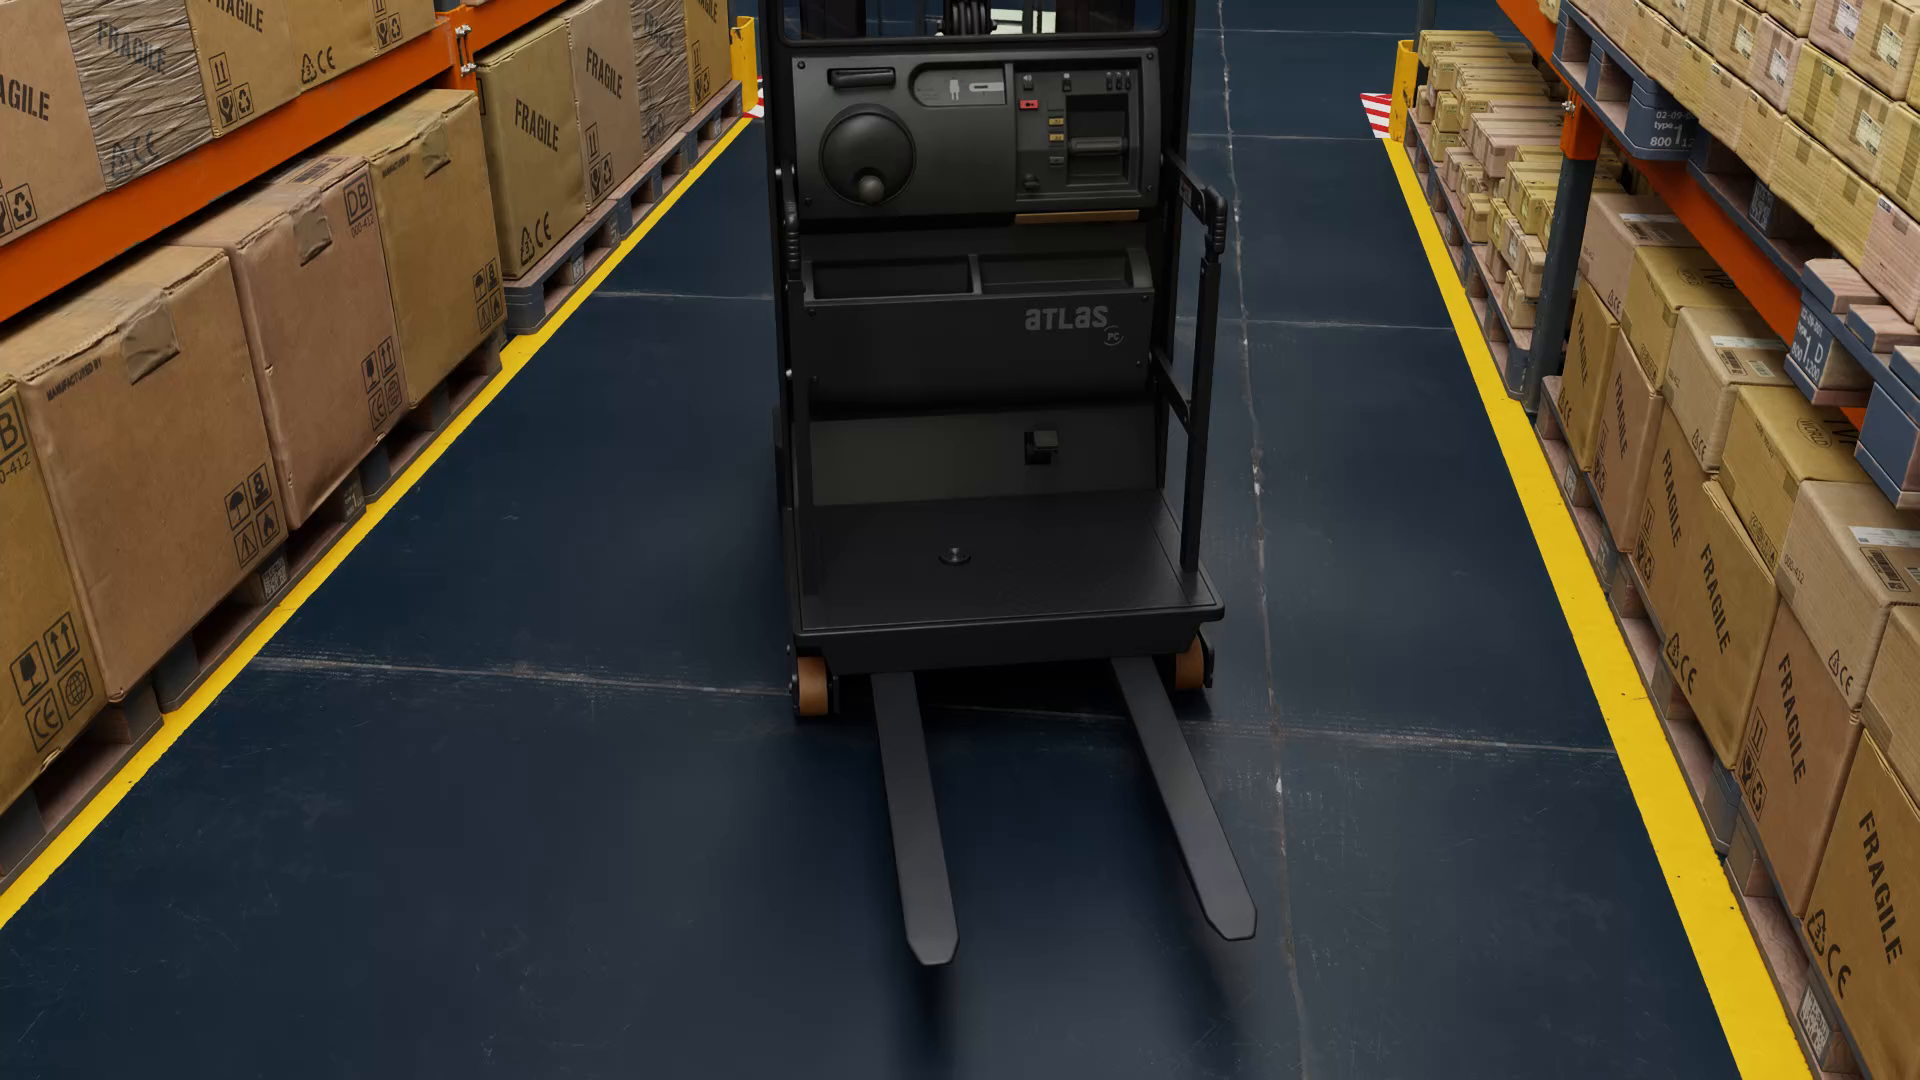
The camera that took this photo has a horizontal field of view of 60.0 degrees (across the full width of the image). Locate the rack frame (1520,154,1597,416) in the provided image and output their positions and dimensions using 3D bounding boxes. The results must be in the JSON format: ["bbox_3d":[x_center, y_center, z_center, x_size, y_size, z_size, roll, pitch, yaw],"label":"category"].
[{"bbox_3d":[2.579,-1.777,5.386,1.000,3.000,0.127,3,28,6],"label":"rack frame"}]

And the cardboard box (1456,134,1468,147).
[{"bbox_3d":[2.636,-1.877,8.134,0.380,0.149,0.250,3,29,6],"label":"cardboard box"}]

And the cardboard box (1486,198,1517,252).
[{"bbox_3d":[2.338,-1.260,6.675,0.380,0.149,0.250,2,28,4],"label":"cardboard box"}]

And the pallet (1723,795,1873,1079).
[{"bbox_3d":[2.186,0.966,3.235,1.003,0.211,1.213,3,28,6],"label":"pallet"}]

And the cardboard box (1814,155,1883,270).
[{"bbox_3d":[1.790,-0.582,2.990,0.380,0.149,0.250,3,28,6],"label":"cardboard box"}]

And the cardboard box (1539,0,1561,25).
[{"bbox_3d":[2.305,-1.942,5.957,0.380,0.149,0.250,3,28,5],"label":"cardboard box"}]

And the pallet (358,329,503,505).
[{"bbox_3d":[-2.351,-0.518,5.988,1.003,0.211,1.213,3,28,6],"label":"pallet"}]

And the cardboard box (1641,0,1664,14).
[{"bbox_3d":[1.982,-1.457,4.301,0.380,0.149,0.250,2,28,4],"label":"cardboard box"}]

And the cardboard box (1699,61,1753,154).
[{"bbox_3d":[1.885,-0.959,3.690,0.380,0.149,0.250,2,28,4],"label":"cardboard box"}]

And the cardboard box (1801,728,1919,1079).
[{"bbox_3d":[1.910,0.697,2.987,0.500,0.500,0.500,3,28,6],"label":"cardboard box"}]

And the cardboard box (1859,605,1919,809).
[{"bbox_3d":[1.912,0.354,2.832,0.500,0.250,0.500,3,28,5],"label":"cardboard box"}]

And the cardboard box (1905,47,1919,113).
[{"bbox_3d":[1.759,-0.729,2.635,0.380,0.149,0.250,4,29,8],"label":"cardboard box"}]

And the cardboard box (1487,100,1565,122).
[{"bbox_3d":[2.590,-1.880,7.513,0.380,0.149,0.250,3,29,6],"label":"cardboard box"}]

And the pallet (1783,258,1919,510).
[{"bbox_3d":[2.070,-0.151,2.570,1.213,0.211,1.003,3,28,6],"label":"pallet"}]

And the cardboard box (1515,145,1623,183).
[{"bbox_3d":[2.488,-1.509,6.824,0.380,0.149,0.250,4,29,8],"label":"cardboard box"}]

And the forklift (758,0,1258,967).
[{"bbox_3d":[0.075,-0.997,4.010,1.130,2.935,3.031,-3,28,-6],"label":"forklift"}]

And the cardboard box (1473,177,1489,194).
[{"bbox_3d":[2.514,-1.517,7.467,0.380,0.149,0.250,4,29,7],"label":"cardboard box"}]

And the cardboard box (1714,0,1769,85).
[{"bbox_3d":[1.884,-1.087,3.614,0.380,0.149,0.250,3,28,5],"label":"cardboard box"}]

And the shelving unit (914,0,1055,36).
[{"bbox_3d":[0.140,-1.316,6.111,0.431,1.500,0.755,7,29,13],"label":"shelving unit"}]

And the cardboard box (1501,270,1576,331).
[{"bbox_3d":[2.288,-0.911,6.342,0.380,0.149,0.250,4,29,7],"label":"cardboard box"}]

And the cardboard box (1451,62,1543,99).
[{"bbox_3d":[2.647,-2.255,8.209,0.380,0.149,0.250,2,28,4],"label":"cardboard box"}]

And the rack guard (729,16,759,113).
[{"bbox_3d":[-1.839,-2.906,10.118,1.175,0.500,0.348,3,28,6],"label":"rack guard"}]

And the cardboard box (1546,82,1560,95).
[{"bbox_3d":[3.202,-2.336,8.672,0.380,0.149,0.250,3,28,5],"label":"cardboard box"}]

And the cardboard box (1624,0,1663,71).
[{"bbox_3d":[1.979,-1.326,4.371,0.380,0.149,0.250,4,29,7],"label":"cardboard box"}]

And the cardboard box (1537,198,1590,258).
[{"bbox_3d":[2.364,-1.151,6.160,0.380,0.149,0.250,4,29,8],"label":"cardboard box"}]

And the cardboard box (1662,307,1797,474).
[{"bbox_3d":[2.096,-0.368,4.173,0.500,0.250,0.500,4,29,8],"label":"cardboard box"}]

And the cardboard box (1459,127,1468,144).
[{"bbox_3d":[2.641,-1.998,8.045,0.380,0.149,0.250,2,28,4],"label":"cardboard box"}]

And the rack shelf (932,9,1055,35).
[{"bbox_3d":[0.140,-1.659,5.926,0.431,0.370,0.720,7,29,13],"label":"rack shelf"}]

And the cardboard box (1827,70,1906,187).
[{"bbox_3d":[1.789,-0.726,2.943,0.380,0.149,0.250,3,29,6],"label":"cardboard box"}]

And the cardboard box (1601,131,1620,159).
[{"bbox_3d":[2.974,-1.739,7.251,0.380,0.149,0.250,2,28,4],"label":"cardboard box"}]

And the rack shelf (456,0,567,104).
[{"bbox_3d":[-2.087,-2.737,7.927,1.077,0.370,4.000,3,28,6],"label":"rack shelf"}]

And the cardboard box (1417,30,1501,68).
[{"bbox_3d":[2.667,-2.625,8.895,0.380,0.149,0.250,2,28,4],"label":"cardboard box"}]

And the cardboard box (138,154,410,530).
[{"bbox_3d":[-2.499,-0.639,5.071,1.225,0.875,0.875,2,28,4],"label":"cardboard box"}]

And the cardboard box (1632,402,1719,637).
[{"bbox_3d":[2.111,-0.032,4.340,0.500,0.500,0.500,4,29,7],"label":"cardboard box"}]

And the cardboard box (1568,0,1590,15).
[{"bbox_3d":[2.074,-1.692,5.051,0.380,0.149,0.250,2,28,4],"label":"cardboard box"}]

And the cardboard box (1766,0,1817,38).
[{"bbox_3d":[1.854,-1.096,3.317,0.380,0.149,0.250,5,29,9],"label":"cardboard box"}]

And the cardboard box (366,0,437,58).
[{"bbox_3d":[-2.118,-1.921,5.547,0.500,0.500,0.500,3,29,6],"label":"cardboard box"}]

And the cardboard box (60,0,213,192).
[{"bbox_3d":[-2.309,-1.206,4.221,0.500,0.500,0.500,3,29,6],"label":"cardboard box"}]

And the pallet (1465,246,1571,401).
[{"bbox_3d":[2.626,-0.867,6.638,1.003,0.211,1.213,3,28,6],"label":"pallet"}]

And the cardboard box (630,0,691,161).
[{"bbox_3d":[-1.952,-2.511,8.545,0.875,0.875,0.875,3,28,6],"label":"cardboard box"}]

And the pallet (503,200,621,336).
[{"bbox_3d":[-2.161,-1.238,7.326,1.003,0.211,1.213,3,28,6],"label":"pallet"}]
